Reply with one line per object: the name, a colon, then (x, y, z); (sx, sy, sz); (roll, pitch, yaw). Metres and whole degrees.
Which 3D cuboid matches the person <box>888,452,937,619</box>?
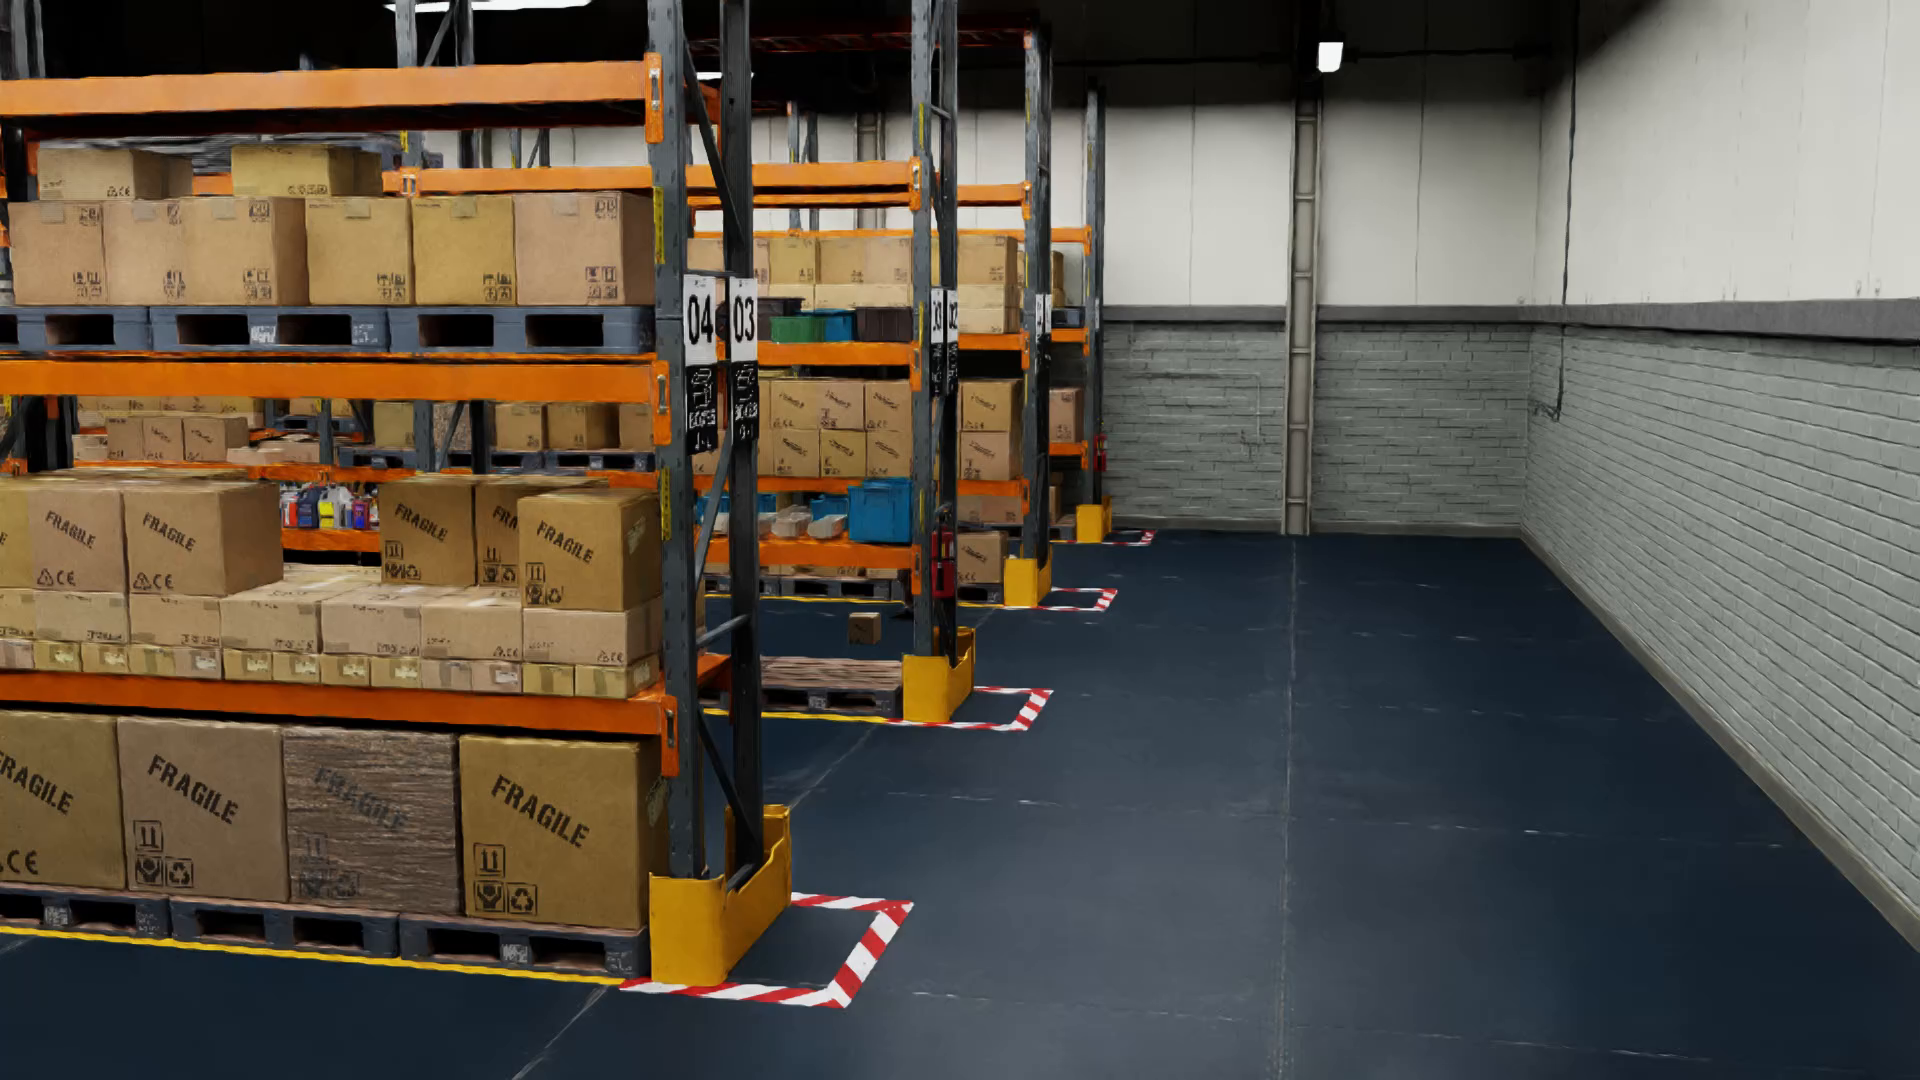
person: (-0.399, -0.050, 16.199); (0.538, 1.701, 0.633); (-2, 8, -17)
